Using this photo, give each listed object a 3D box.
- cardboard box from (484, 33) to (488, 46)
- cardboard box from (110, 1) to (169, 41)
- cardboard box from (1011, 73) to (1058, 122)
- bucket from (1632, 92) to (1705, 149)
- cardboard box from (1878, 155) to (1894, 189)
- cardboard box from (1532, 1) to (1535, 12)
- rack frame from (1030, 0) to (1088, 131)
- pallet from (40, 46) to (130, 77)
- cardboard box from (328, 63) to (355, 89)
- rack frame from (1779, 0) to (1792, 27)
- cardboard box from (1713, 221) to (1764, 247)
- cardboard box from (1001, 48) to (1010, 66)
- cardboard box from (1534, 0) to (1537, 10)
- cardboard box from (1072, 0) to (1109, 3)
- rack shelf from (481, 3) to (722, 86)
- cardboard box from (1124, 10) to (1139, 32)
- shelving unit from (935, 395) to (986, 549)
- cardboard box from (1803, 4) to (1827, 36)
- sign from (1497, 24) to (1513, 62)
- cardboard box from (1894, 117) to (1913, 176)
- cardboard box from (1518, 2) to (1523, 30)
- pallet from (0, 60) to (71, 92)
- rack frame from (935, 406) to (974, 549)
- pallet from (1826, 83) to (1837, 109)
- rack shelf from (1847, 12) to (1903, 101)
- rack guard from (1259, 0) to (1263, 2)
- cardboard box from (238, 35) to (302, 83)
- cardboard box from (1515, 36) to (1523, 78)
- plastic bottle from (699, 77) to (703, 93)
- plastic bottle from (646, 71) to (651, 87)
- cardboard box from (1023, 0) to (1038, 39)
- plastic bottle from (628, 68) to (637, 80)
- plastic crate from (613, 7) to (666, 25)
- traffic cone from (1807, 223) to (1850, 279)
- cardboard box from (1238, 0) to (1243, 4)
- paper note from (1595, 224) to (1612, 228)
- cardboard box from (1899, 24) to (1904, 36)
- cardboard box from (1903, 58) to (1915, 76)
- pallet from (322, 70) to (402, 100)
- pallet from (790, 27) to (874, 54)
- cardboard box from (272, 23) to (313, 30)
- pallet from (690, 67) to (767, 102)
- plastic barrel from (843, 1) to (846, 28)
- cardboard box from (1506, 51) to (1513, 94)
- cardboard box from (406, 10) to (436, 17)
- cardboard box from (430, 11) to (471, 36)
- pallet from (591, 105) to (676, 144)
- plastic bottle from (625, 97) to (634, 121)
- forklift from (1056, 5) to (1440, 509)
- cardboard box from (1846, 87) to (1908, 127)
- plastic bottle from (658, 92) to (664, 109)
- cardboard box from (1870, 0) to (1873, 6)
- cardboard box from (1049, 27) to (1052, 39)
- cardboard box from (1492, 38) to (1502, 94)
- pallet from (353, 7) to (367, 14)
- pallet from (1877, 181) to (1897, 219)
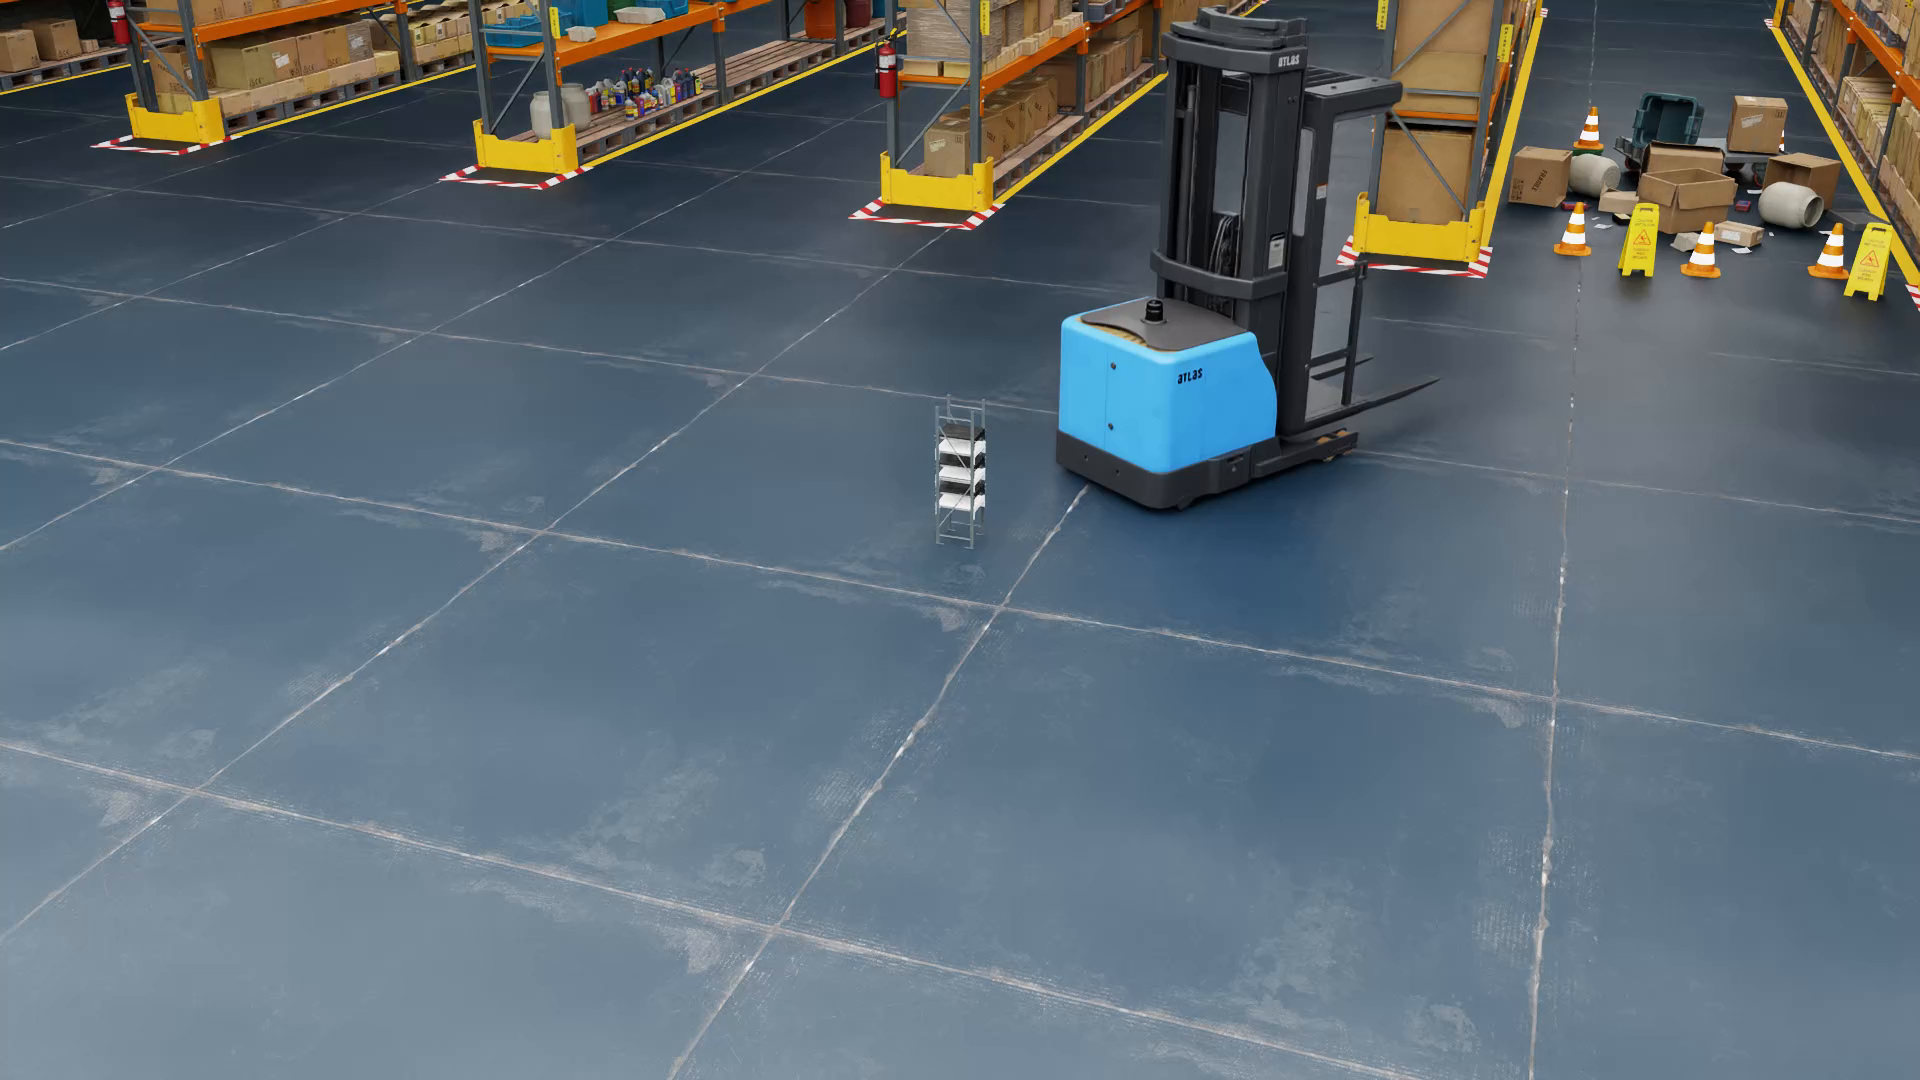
[{"bbox_3d":[-7.399,-7.677,25.336,0.500,0.250,0.500,9,27,18],"label":"cardboard box"},{"bbox_3d":[-12.721,-8.058,25.814,0.700,0.500,0.500,10,27,19],"label":"cardboard box"},{"bbox_3d":[0.892,-5.431,20.411,0.500,0.500,0.500,8,27,16],"label":"cardboard box"},{"bbox_3d":[7.835,-4.585,18.290,0.726,0.611,0.620,20,22,35],"label":"bucket"},{"bbox_3d":[9.957,-3.836,17.405,0.500,0.250,0.500,7,27,15],"label":"cardboard box"},{"bbox_3d":[9.293,-8.829,27.491,0.380,0.149,0.250,9,27,18],"label":"cardboard box"},{"bbox_3d":[1.063,-6.525,20.285,1.000,3.000,0.127,9,27,17],"label":"rack frame"},{"bbox_3d":[-13.141,-7.144,24.763,1.003,0.211,1.213,9,27,17],"label":"pallet"},{"bbox_3d":[-8.554,-6.281,22.454,0.500,0.250,0.500,9,27,17],"label":"cardboard box"},{"bbox_3d":[14.401,-10.020,27.502,1.000,3.000,0.127,9,27,17],"label":"rack frame"},{"bbox_3d":[7.608,-2.993,16.260,0.250,0.149,0.380,-20,33,-36],"label":"cardboard box"},{"bbox_3d":[0.313,-5.157,17.748,0.380,0.149,0.250,9,27,17],"label":"cardboard box"},{"bbox_3d":[9.731,-9.235,28.671,0.380,0.149,0.250,10,27,19],"label":"cardboard box"},{"bbox_3d":[1.459,-7.291,20.695,1.000,1.000,1.000,9,27,18],"label":"cardboard box"},{"bbox_3d":[-4.274,-6.098,20.228,1.077,0.370,4.000,9,27,17],"label":"rack shelf"},{"bbox_3d":[2.199,-7.300,23.388,0.500,0.250,0.500,10,28,20],"label":"cardboard box"},{"bbox_3d":[0.003,-0.408,10.061,0.258,0.900,0.210,9,27,17],"label":"shelving unit"},{"bbox_3d":[13.677,-8.022,25.835,0.875,0.438,0.875,8,27,16],"label":"cardboard box"},{"bbox_3d":[4.897,-4.463,14.941,0.100,0.325,0.005,9,27,17],"label":"sign"},{"bbox_3d":[9.790,-3.952,16.783,0.500,0.500,0.500,10,28,20],"label":"cardboard box"},{"bbox_3d":[6.471,-6.399,19.910,0.500,0.500,0.500,9,27,17],"label":"cardboard box"},{"bbox_3d":[-13.545,-6.641,23.724,1.003,0.211,1.213,9,27,17],"label":"pallet"},{"bbox_3d":[-0.031,-0.367,9.974,0.240,0.900,0.006,9,27,17],"label":"rack frame"},{"bbox_3d":[12.072,-5.790,21.966,1.003,0.211,1.213,9,27,17],"label":"pallet"},{"bbox_3d":[11.073,-5.586,19.171,1.077,0.370,4.000,9,27,17],"label":"rack shelf"},{"bbox_3d":[5.064,-10.341,31.035,1.175,0.500,0.348,9,27,17],"label":"rack guard"},{"bbox_3d":[-8.902,-6.210,21.446,0.500,0.500,0.500,9,27,17],"label":"cardboard box"},{"bbox_3d":[7.513,-6.726,23.086,0.500,0.500,0.500,8,27,15],"label":"cardboard box"},{"bbox_3d":[-3.435,-5.988,21.881,0.097,0.201,0.097,0,26,0],"label":"plastic bottle"},{"bbox_3d":[-4.109,-6.000,21.811,0.061,0.283,0.133,9,27,17],"label":"plastic bottle"},{"bbox_3d":[0.378,-5.908,18.555,0.875,0.500,0.500,9,27,17],"label":"cardboard box"},{"bbox_3d":[-4.268,-5.978,21.689,0.144,0.351,0.185,10,27,19],"label":"plastic bottle"},{"bbox_3d":[-3.910,-6.421,20.372,0.530,0.136,0.437,9,27,17],"label":"plastic crate"},{"bbox_3d":[8.003,-2.666,15.226,0.336,0.463,0.334,9,27,17],"label":"traffic cone"},{"bbox_3d":[4.616,-10.041,29.502,0.875,0.875,0.875,9,27,17],"label":"cardboard box"},{"bbox_3d":[6.484,-3.165,16.753,0.144,0.017,0.142,20,32,35],"label":"paper note"},{"bbox_3d":[10.423,-5.521,18.018,0.380,0.149,0.250,8,27,16],"label":"cardboard box"},{"bbox_3d":[10.001,-4.892,17.200,0.380,0.149,0.250,9,27,17],"label":"cardboard box"},{"bbox_3d":[-8.582,-6.388,23.200,1.003,0.211,1.213,9,27,17],"label":"pallet"},{"bbox_3d":[-2.054,-7.962,26.453,1.003,0.211,1.213,9,27,17],"label":"pallet"},{"bbox_3d":[-9.060,-6.696,22.451,0.500,0.500,0.500,9,27,17],"label":"cardboard box"},{"bbox_3d":[-3.383,-6.317,23.054,1.003,0.211,1.213,9,27,17],"label":"pallet"},{"bbox_3d":[-2.027,-8.405,26.541,0.421,0.512,0.421,0,26,0],"label":"plastic barrel"},{"bbox_3d":[6.750,-6.348,22.018,1.050,0.750,0.750,8,27,17],"label":"cardboard box"},{"bbox_3d":[-8.078,-7.795,24.937,0.500,0.311,0.500,9,27,17],"label":"cardboard box"},{"bbox_3d":[-7.563,-7.719,24.780,0.500,0.311,0.500,8,27,16],"label":"cardboard box"},{"bbox_3d":[-4.275,-5.216,20.780,1.003,0.211,1.213,9,27,17],"label":"pallet"},{"bbox_3d":[-4.042,-5.270,20.318,0.097,0.271,0.097,0,26,0],"label":"plastic bottle"},{"bbox_3d":[2.118,-2.017,11.052,3.031,2.935,1.130,-19,31,-33],"label":"forklift"},{"bbox_3d":[11.304,-5.203,20.088,0.950,0.372,0.625,8,27,16],"label":"cardboard box"},{"bbox_3d":[-3.793,-5.545,20.967,0.097,0.201,0.097,0,26,0],"label":"plastic bottle"},{"bbox_3d":[11.195,-6.484,20.007,0.380,0.149,0.250,7,27,14],"label":"cardboard box"},{"bbox_3d":[0.851,-5.883,19.247,0.380,0.149,0.250,9,27,17],"label":"cardboard box"},{"bbox_3d":[4.923,-4.788,16.526,0.875,0.550,0.550,9,27,17],"label":"cardboard box"},{"bbox_3d":[-11.286,-9.382,29.385,1.003,0.211,1.213,9,27,17],"label":"pallet"},{"bbox_3d":[10.218,-3.552,17.344,1.003,0.211,1.213,9,27,17],"label":"pallet"}]
